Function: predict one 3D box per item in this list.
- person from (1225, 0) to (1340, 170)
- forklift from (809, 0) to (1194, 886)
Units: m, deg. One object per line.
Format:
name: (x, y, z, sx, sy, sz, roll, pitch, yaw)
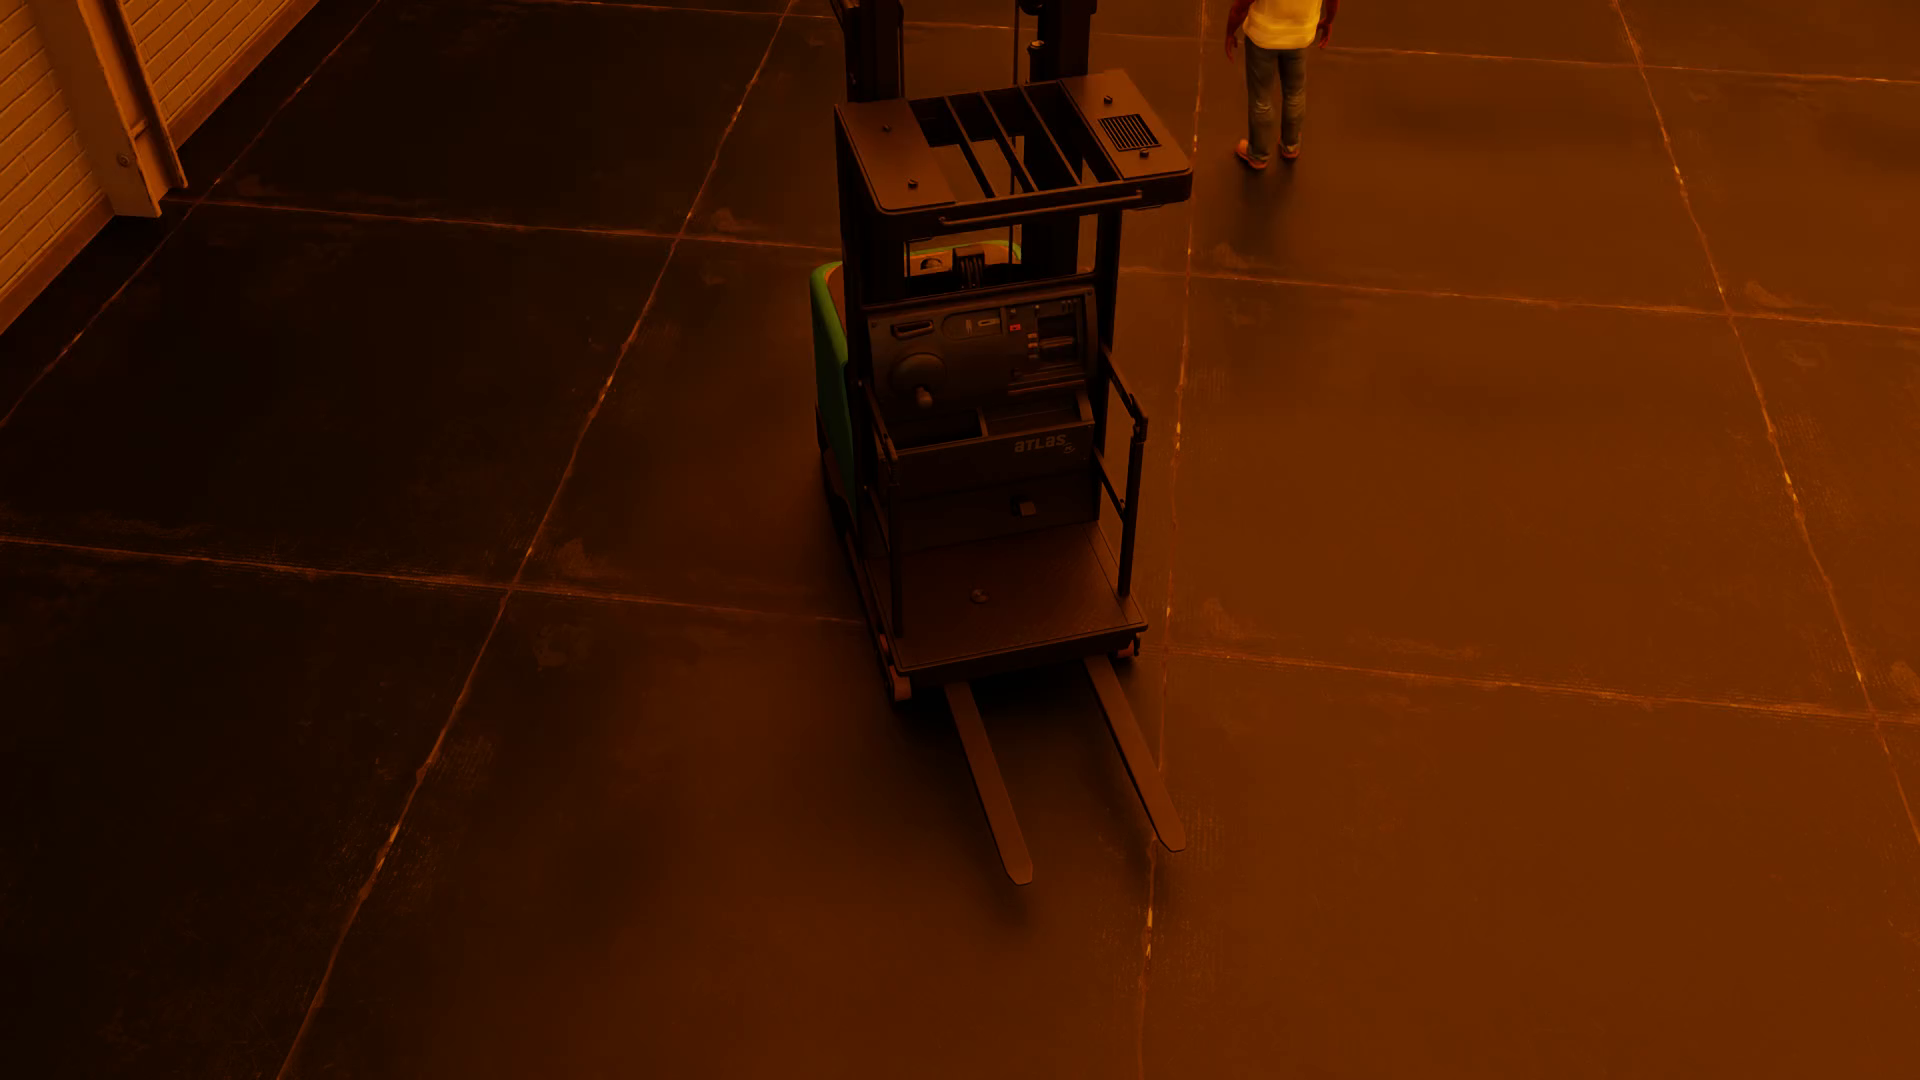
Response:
person: (1.882, -3.046, 9.892, 0.665, 1.767, 0.570, -5, 43, -6)
forklift: (0.153, -0.681, 6.465, 1.130, 2.935, 3.031, -10, 44, -11)
